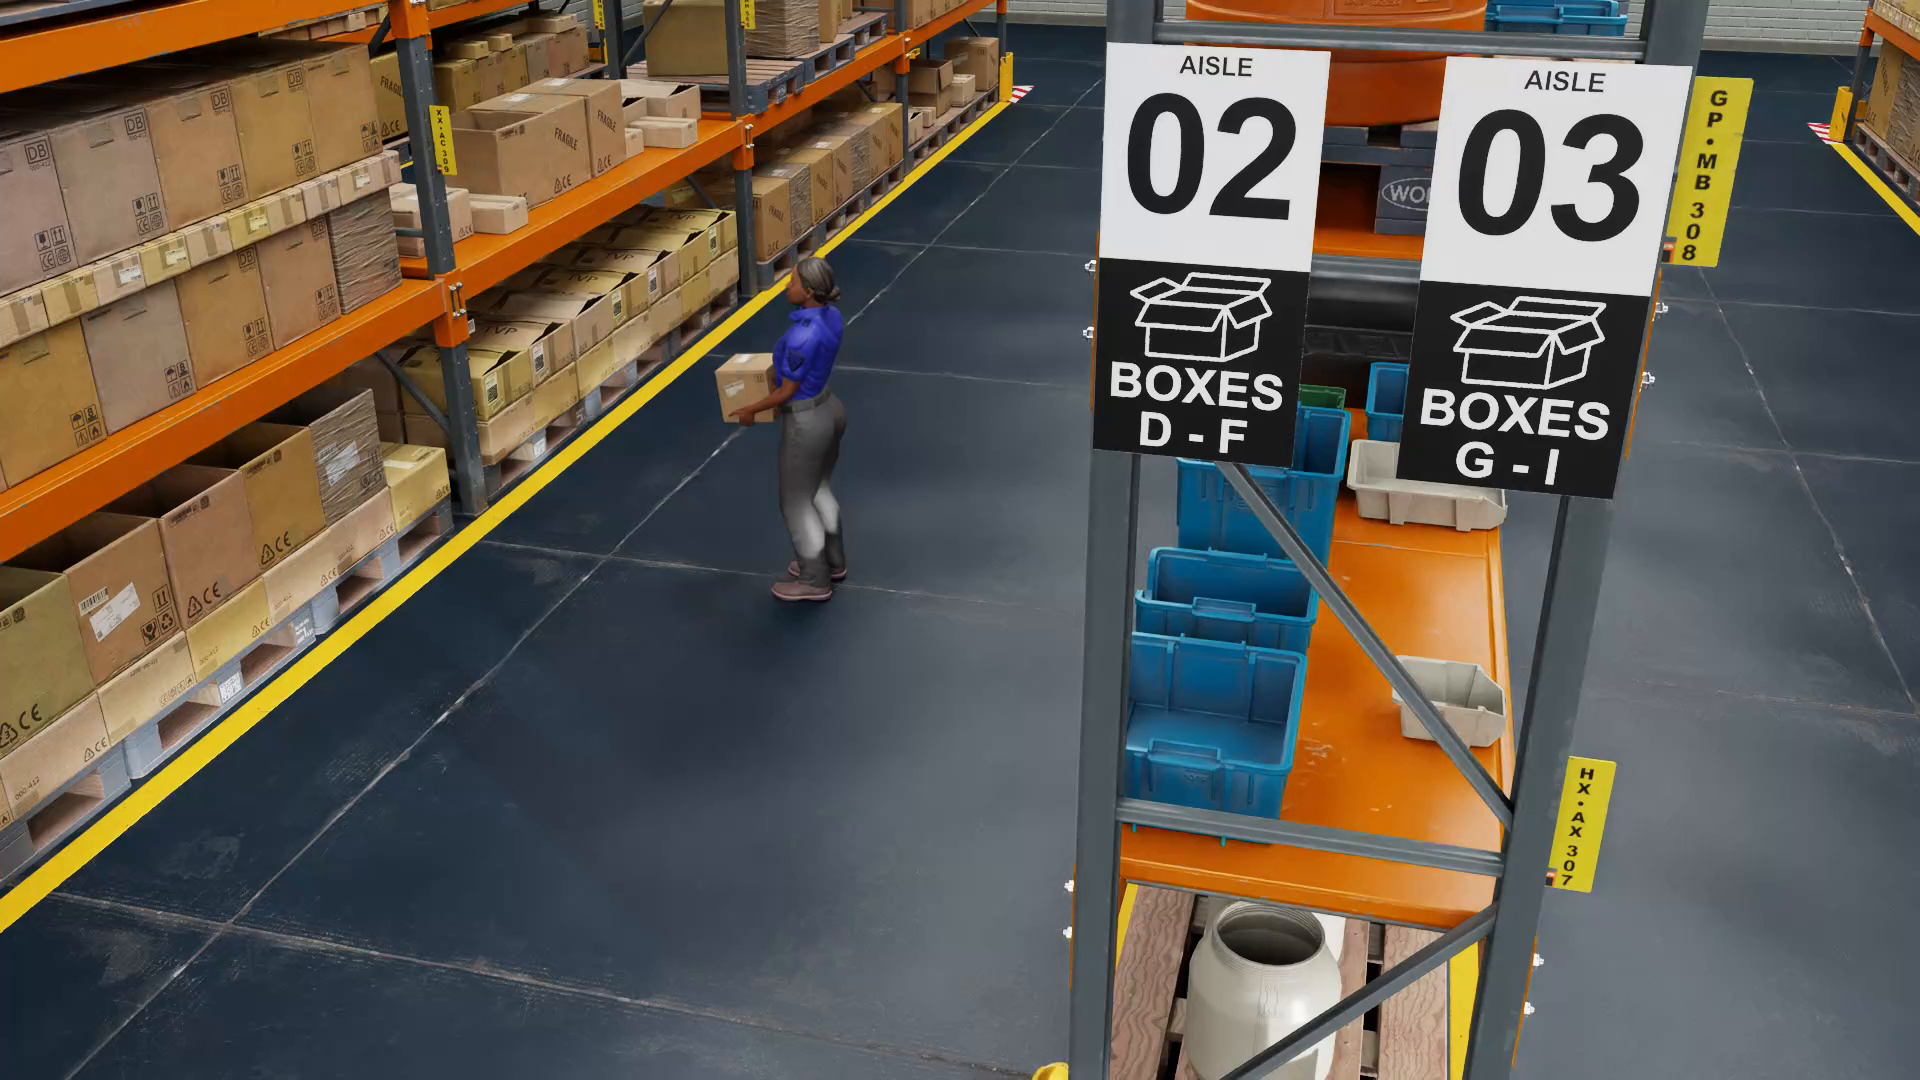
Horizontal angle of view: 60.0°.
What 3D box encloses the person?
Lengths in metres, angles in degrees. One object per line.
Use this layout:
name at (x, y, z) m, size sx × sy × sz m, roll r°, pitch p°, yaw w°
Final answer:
person at (-0.777, -0.526, 7.731) m, size 0.523 × 1.647 × 0.450 m, roll 7°, pitch 26°, yaw 14°
